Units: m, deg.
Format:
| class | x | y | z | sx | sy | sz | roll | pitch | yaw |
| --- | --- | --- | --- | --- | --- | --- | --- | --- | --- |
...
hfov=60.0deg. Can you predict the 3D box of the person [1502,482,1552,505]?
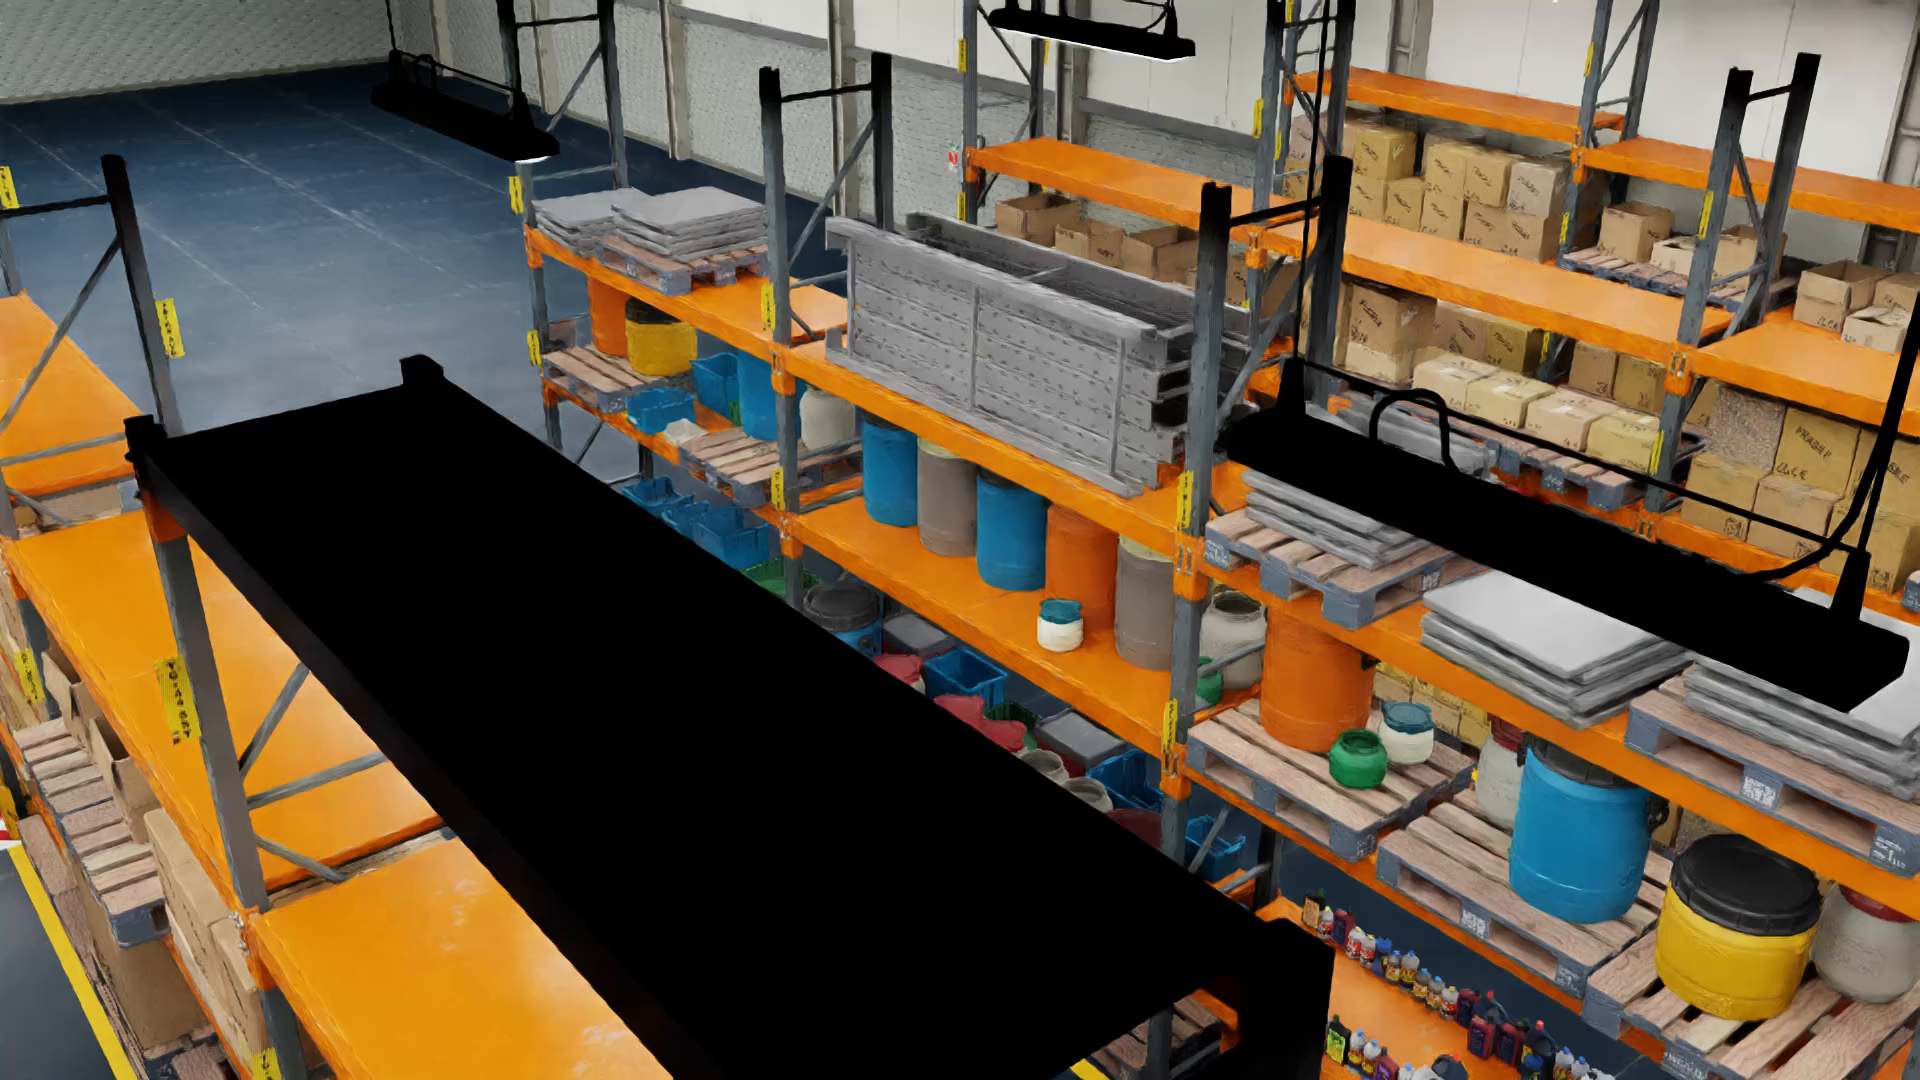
| class | x | y | z | sx | sy | sz | roll | pitch | yaw |
| --- | --- | --- | --- | --- | --- | --- | --- | --- | --- |
| person | 5.430 | 0.011 | 16.340 | 0.679 | 1.662 | 0.869 | -22 | 33 | -38 |
